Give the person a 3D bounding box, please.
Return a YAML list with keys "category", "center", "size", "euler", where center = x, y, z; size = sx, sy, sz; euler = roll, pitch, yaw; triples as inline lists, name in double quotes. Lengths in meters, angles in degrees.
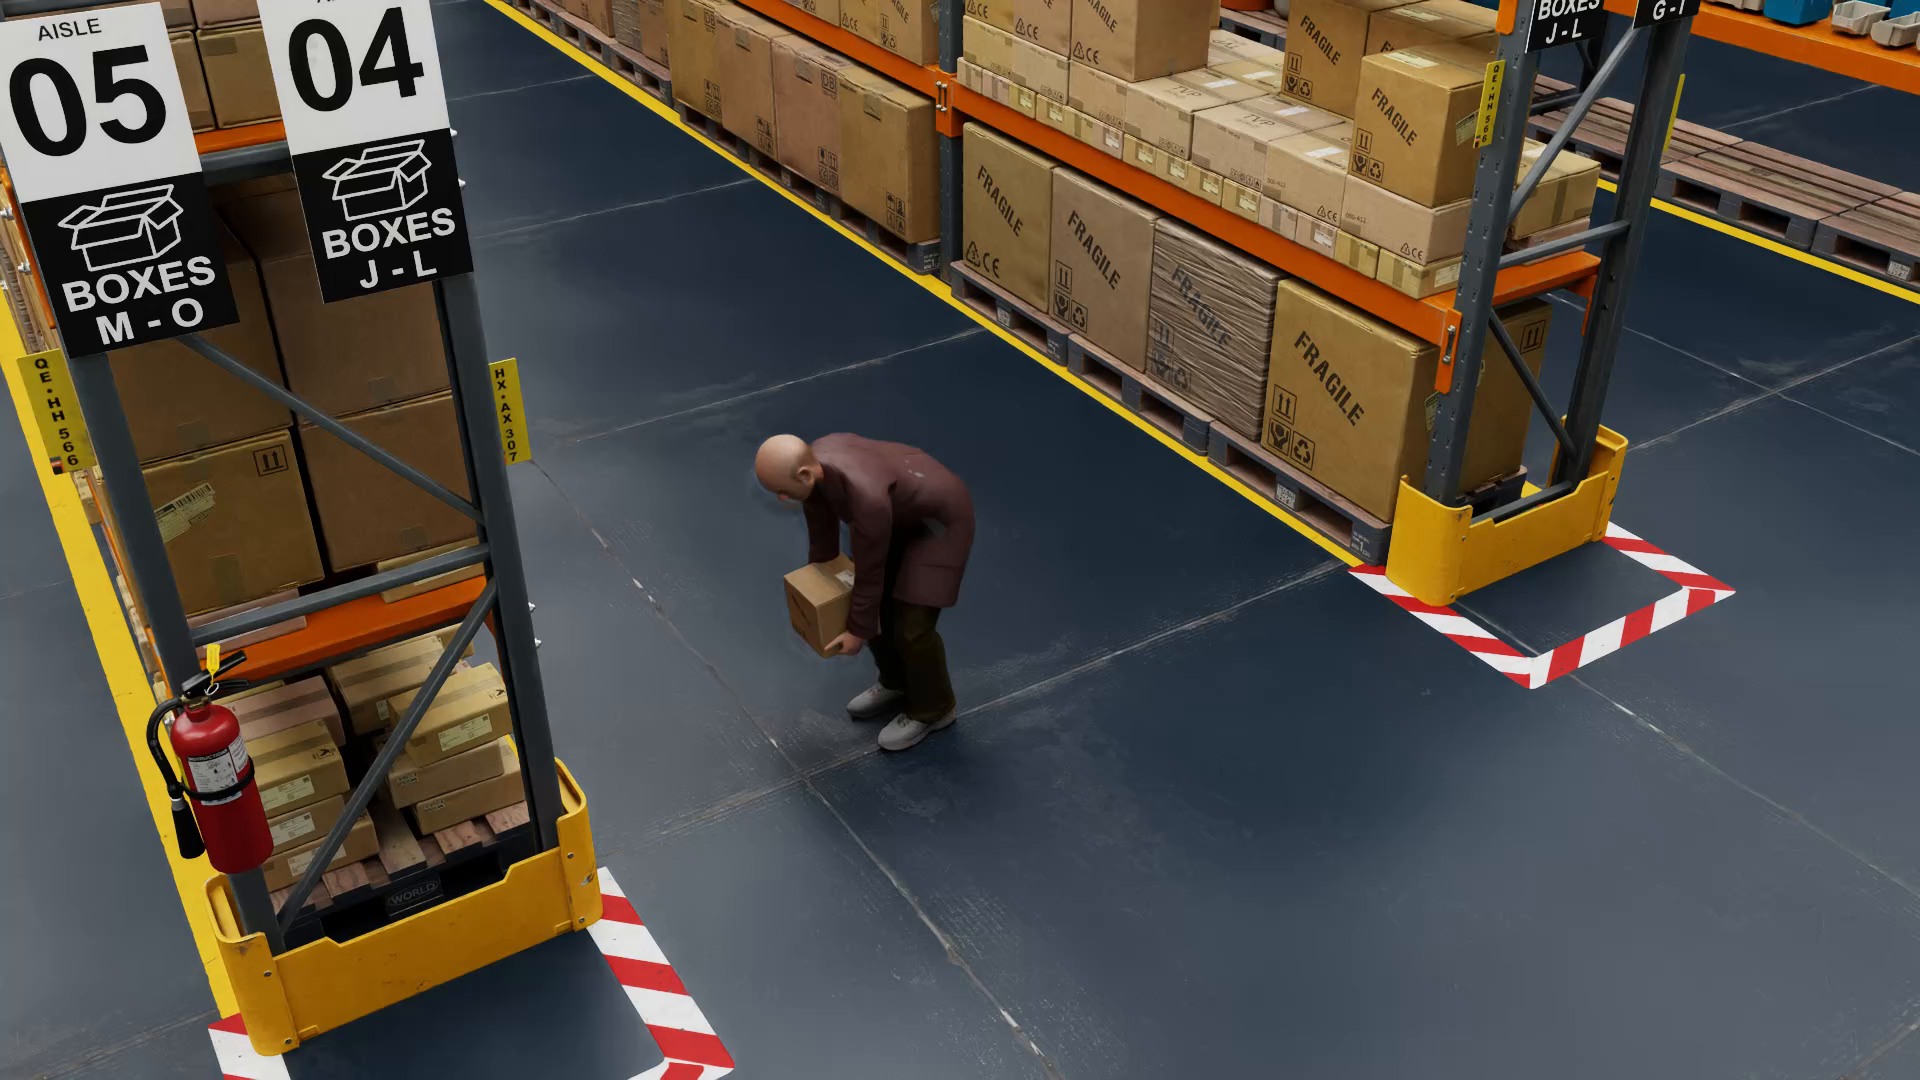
- category: "person"
  center: [-0.348, 0.154, 6.234]
  size: [0.859, 1.435, 0.541]
  euler: [-20, 37, -28]
